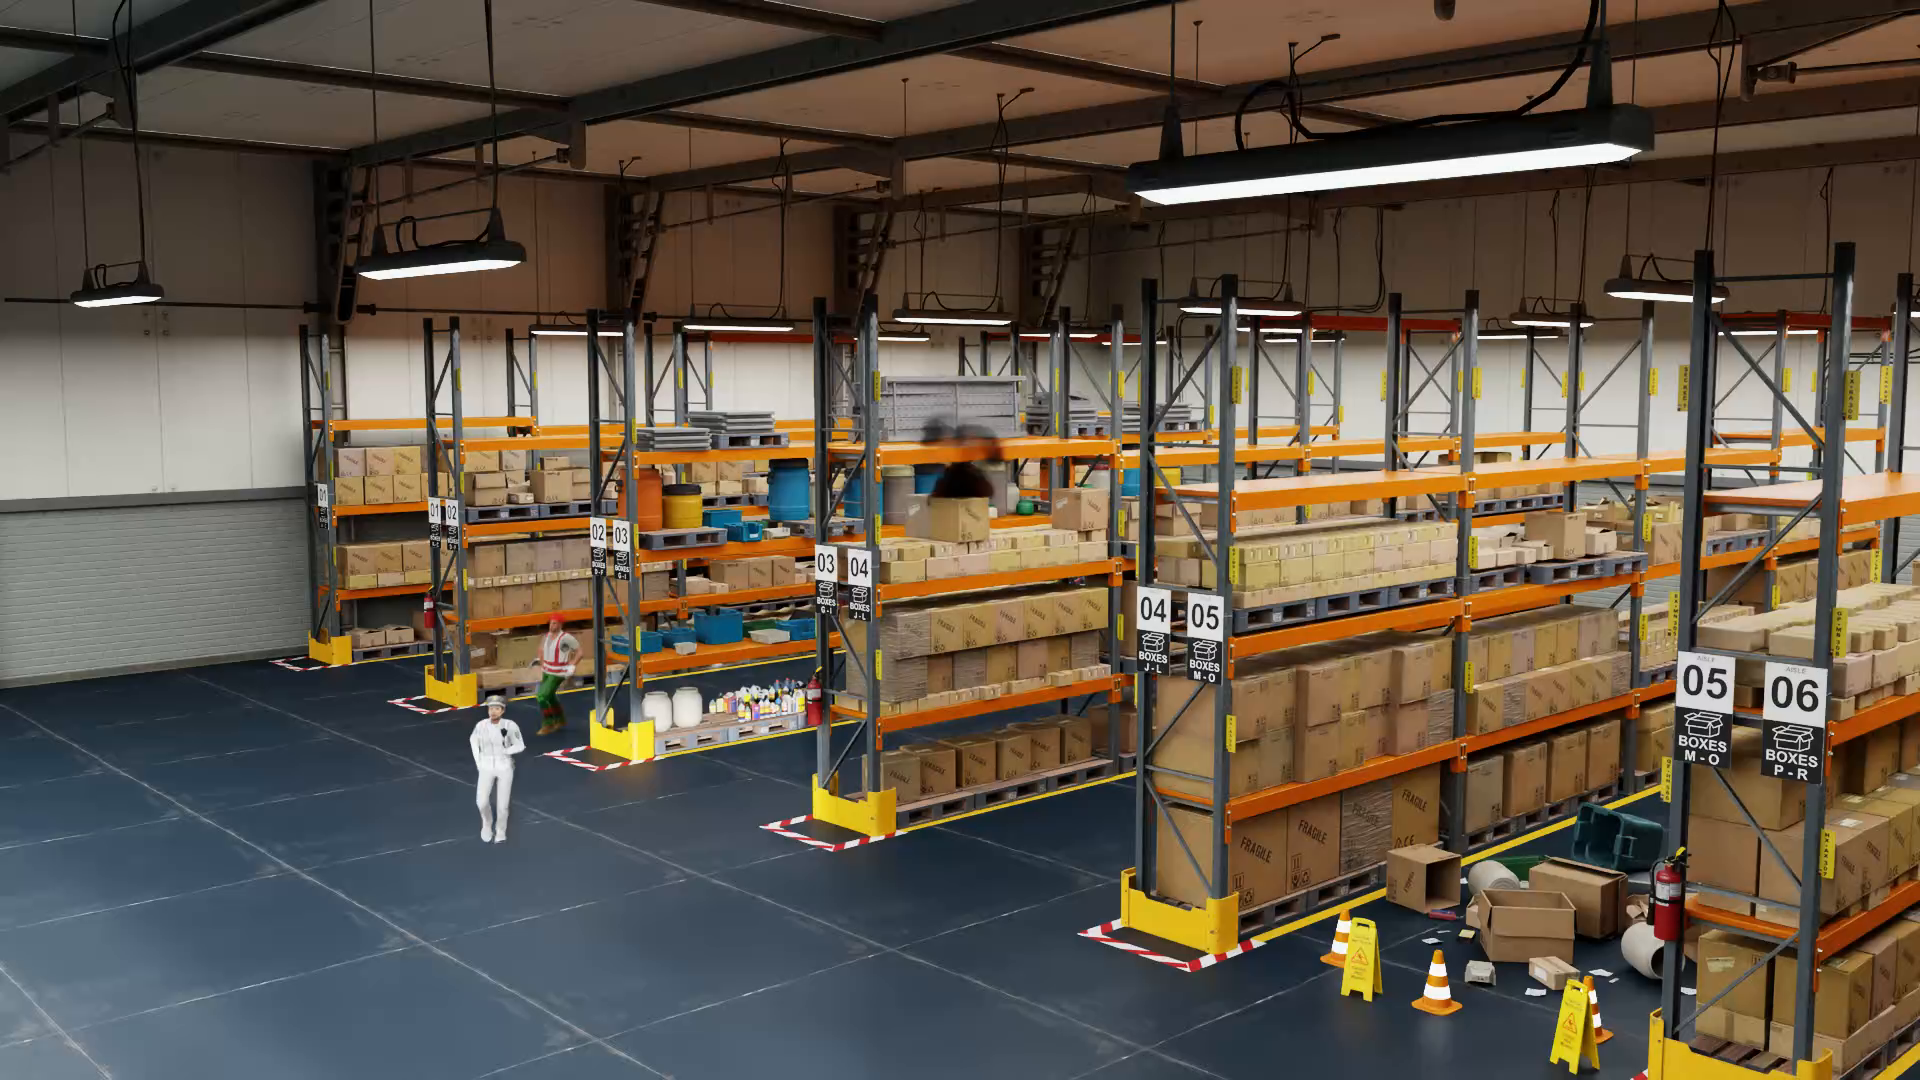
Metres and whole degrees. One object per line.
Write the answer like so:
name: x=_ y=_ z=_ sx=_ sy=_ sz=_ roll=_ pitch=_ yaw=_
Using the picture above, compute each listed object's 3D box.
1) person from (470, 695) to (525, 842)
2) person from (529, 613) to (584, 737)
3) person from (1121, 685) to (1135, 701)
person: x=-5.060 y=2.504 z=18.142 sx=0.612 sy=1.659 sz=0.621 roll=0 pitch=6 yaw=-5
person: x=-5.761 y=1.914 z=23.648 sx=0.718 sy=1.786 sz=0.668 roll=5 pitch=8 yaw=40
person: x=2.467 y=1.872 z=24.585 sx=0.599 sy=1.673 sz=0.679 roll=6 pitch=8 yaw=44
